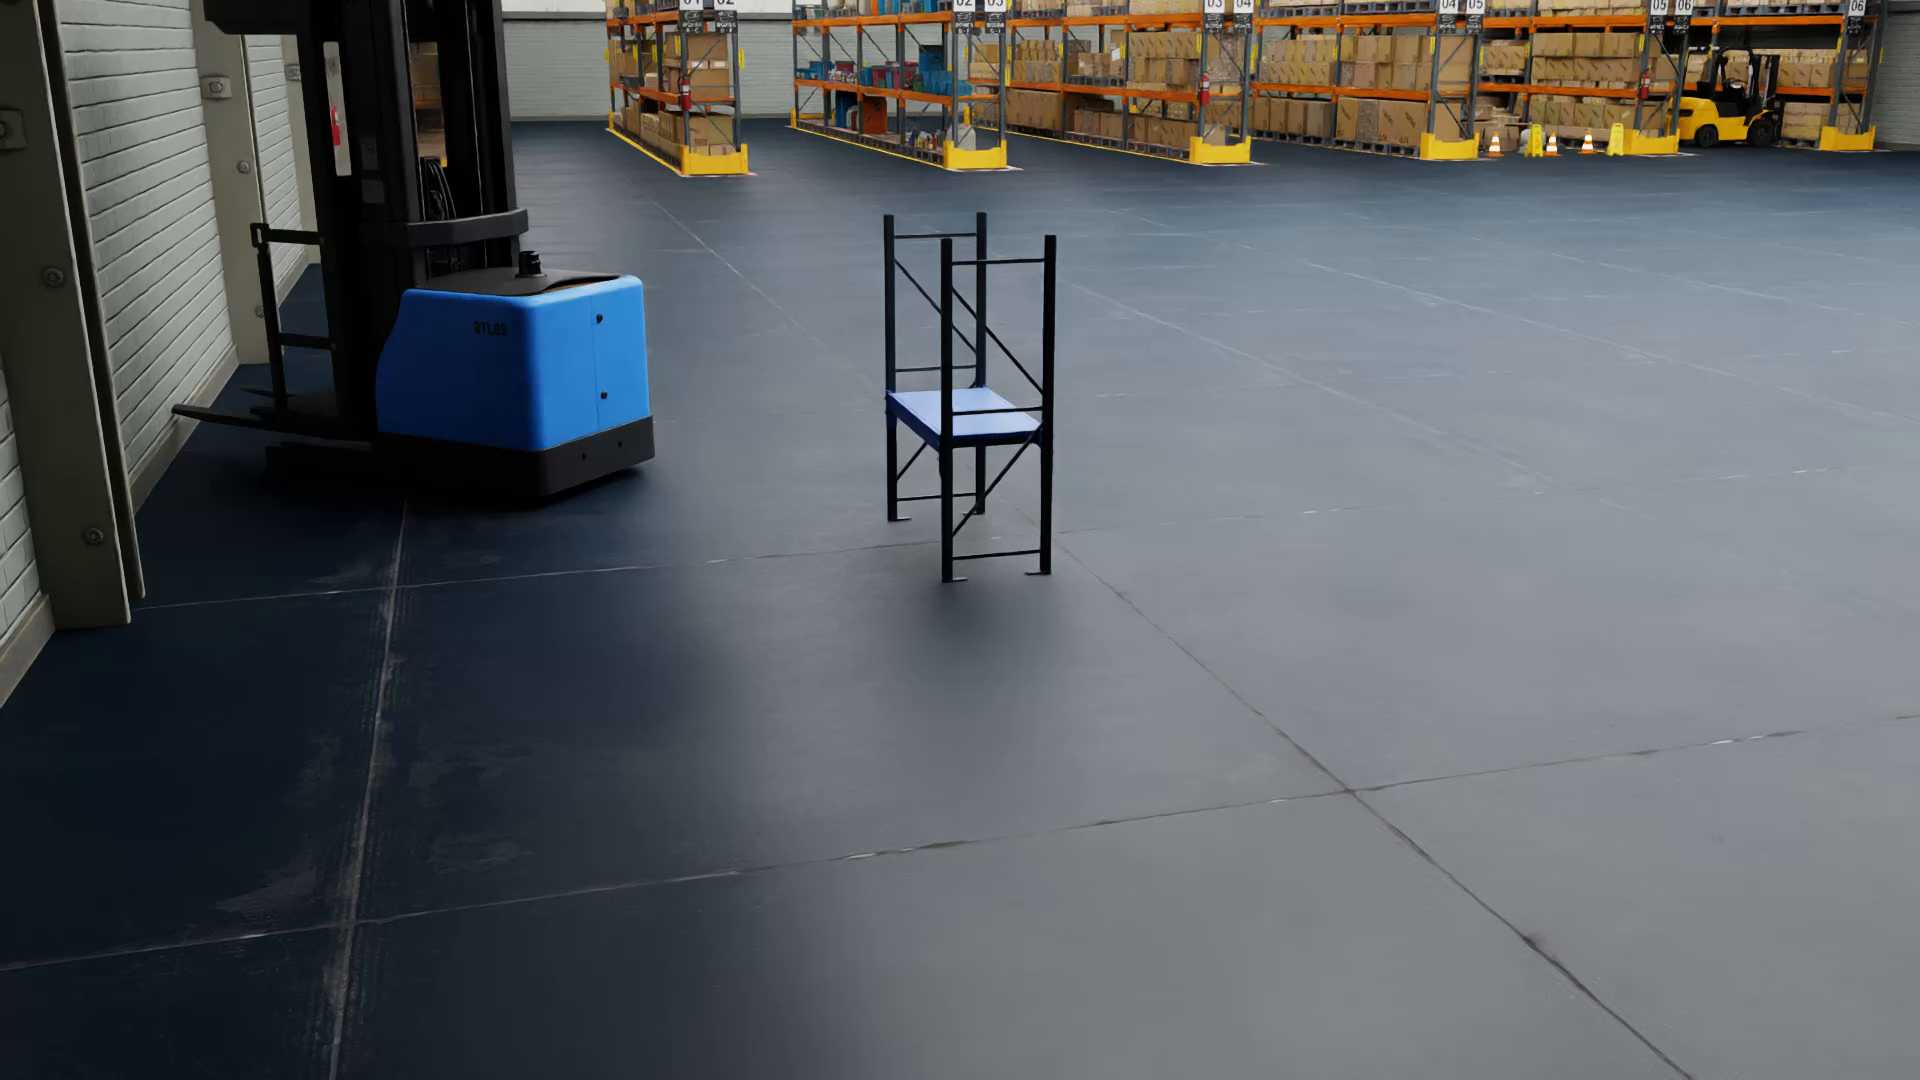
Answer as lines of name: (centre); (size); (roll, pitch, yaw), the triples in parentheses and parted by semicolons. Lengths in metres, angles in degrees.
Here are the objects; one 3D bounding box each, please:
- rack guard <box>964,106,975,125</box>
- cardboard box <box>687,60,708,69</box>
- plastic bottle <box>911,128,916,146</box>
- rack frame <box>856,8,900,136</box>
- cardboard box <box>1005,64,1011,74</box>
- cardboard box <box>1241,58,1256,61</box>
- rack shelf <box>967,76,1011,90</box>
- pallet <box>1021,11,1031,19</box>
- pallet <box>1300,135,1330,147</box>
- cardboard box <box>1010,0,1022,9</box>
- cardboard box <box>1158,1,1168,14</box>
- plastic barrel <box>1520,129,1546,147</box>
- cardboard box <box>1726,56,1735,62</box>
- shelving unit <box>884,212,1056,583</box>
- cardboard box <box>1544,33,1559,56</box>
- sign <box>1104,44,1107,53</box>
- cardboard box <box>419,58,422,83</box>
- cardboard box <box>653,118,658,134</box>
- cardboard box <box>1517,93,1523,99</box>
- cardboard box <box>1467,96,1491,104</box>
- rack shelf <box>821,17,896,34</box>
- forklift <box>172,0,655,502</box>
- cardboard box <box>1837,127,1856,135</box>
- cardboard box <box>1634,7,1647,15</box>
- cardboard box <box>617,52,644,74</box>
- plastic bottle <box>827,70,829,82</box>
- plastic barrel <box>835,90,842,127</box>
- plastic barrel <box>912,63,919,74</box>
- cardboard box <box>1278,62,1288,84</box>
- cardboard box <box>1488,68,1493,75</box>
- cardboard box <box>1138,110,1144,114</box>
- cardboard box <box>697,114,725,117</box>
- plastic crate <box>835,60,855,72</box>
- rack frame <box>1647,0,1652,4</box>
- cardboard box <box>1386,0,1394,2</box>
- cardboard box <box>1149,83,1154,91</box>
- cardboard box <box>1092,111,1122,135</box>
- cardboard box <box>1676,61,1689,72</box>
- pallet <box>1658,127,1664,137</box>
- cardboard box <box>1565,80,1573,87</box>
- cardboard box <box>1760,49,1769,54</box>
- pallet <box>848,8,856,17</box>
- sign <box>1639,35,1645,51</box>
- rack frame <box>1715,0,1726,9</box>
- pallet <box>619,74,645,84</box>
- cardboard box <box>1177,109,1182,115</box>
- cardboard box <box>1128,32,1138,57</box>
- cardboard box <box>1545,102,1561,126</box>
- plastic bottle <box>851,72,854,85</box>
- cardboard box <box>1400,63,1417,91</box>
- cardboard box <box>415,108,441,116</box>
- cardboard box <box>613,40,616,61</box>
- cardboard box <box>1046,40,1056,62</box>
rack guard: (0.704, -12.060, 47.232); (1.175, 0.500, 0.348); (-5, 17, -15)
cardboard box: (-4.706, -8.492, 29.706); (0.380, 0.149, 0.250); (-5, 17, -16)
plastic bottle: (-0.931, -8.226, 33.961); (0.144, 0.351, 0.185); (-4, 17, -14)
rack frame: (-1.853, -10.646, 38.179); (1.000, 3.000, 0.127); (-5, 17, -15)
cardboard box: (1.436, -12.316, 43.483); (0.500, 0.250, 0.500); (-5, 17, -16)
cardboard box: (7.131, -11.867, 40.916); (0.380, 0.149, 0.250); (-5, 18, -17)
rack shelf: (1.260, -12.353, 45.112); (1.077, 0.370, 4.000); (-5, 17, -15)
pallet: (2.109, -13.239, 41.931); (0.805, 0.209, 1.217); (-5, 18, -17)
pallet: (8.521, -9.167, 38.104); (1.003, 0.211, 1.213); (-5, 17, -15)
cardboard box: (1.537, -14.089, 43.351); (0.700, 0.500, 0.500); (-6, 18, -19)
cardboard box: (4.315, -10.722, 33.478); (0.500, 0.250, 0.500); (-5, 17, -16)
plastic barrel: (12.613, -8.826, 36.599); (0.512, 0.421, 0.421); (7, 18, 23)
cardboard box: (18.216, -11.286, 39.009); (0.380, 0.149, 0.250); (-4, 17, -14)
shelving unit: (0.023, -0.695, 7.658); (0.538, 1.500, 1.048); (-5, 17, -15)
cardboard box: (13.569, -11.102, 37.269); (0.700, 0.500, 0.500); (-5, 17, -15)
sign: (3.429, -11.600, 39.479); (0.100, 0.325, 0.005); (-5, 17, -15)
cardboard box: (-9.643, -8.200, 28.960); (0.500, 0.500, 0.500); (-4, 17, -15)
cardboard box: (-6.053, -8.535, 34.225); (0.500, 0.311, 0.500); (-4, 17, -14)
cardboard box: (15.953, -12.515, 46.890); (0.380, 0.149, 0.250); (-4, 17, -13)
cardboard box: (15.334, -12.861, 49.169); (0.500, 0.500, 0.500); (-4, 17, -14)
rack shelf: (-2.403, -12.291, 39.693); (1.077, 0.370, 4.000); (-5, 17, -15)
forklift: (-3.249, -1.870, 9.081); (3.031, 2.935, 1.130); (8, 19, 25)
cardboard box: (19.461, -9.037, 36.873); (0.500, 0.250, 0.500); (-5, 17, -15)
cardboard box: (14.269, -11.001, 34.584); (0.380, 0.149, 0.250); (-5, 17, -15)
cardboard box: (-7.801, -11.462, 39.993); (0.700, 0.500, 0.500); (-12, 20, -34)
plastic bottle: (-3.262, -11.561, 41.430); (0.061, 0.283, 0.133); (-5, 17, -15)
plastic barrel: (-2.819, -10.797, 41.599); (0.600, 0.901, 0.708); (-5, 17, -15)
plastic barrel: (-0.806, -9.887, 35.415); (0.433, 0.535, 0.433); (0, 17, 0)
cardboard box: (7.851, -11.024, 39.265); (0.500, 0.500, 0.500); (-5, 17, -15)
cardboard box: (12.864, -11.199, 39.728); (0.380, 0.149, 0.250); (-5, 17, -15)
cardboard box: (5.344, -12.280, 47.845); (0.380, 0.149, 0.250); (-4, 17, -14)
cardboard box: (-4.641, -7.727, 31.209); (0.500, 0.500, 0.500); (-5, 17, -15)
plastic crate: (-2.956, -12.079, 42.733); (0.402, 0.464, 0.583); (-5, 17, -15)
rack frame: (14.636, -12.481, 33.862); (1.000, 3.000, 0.127); (-5, 17, -15)
cardboard box: (9.069, -11.241, 34.480); (0.380, 0.149, 0.250); (-4, 17, -15)
cardboard box: (4.146, -9.384, 34.414); (0.380, 0.149, 0.250); (-5, 17, -15)
cardboard box: (3.440, -9.559, 38.140); (0.700, 0.500, 0.500); (-3, 17, -11)
cardboard box: (17.780, -11.533, 40.524); (0.500, 0.250, 0.500); (-5, 17, -17)
pallet: (17.730, -10.311, 41.913); (1.003, 0.211, 1.213); (-5, 17, -15)
cardboard box: (13.658, -10.127, 36.889); (0.380, 0.149, 0.250); (-5, 17, -15)
cardboard box: (18.541, -11.147, 38.030); (0.380, 0.149, 0.250); (-5, 17, -15)
pallet: (-1.969, -12.211, 38.505); (1.003, 0.211, 1.213); (-5, 17, -15)
sign: (14.097, -10.276, 34.385); (0.100, 0.325, 0.005); (-5, 17, -15)
rack frame: (18.309, -13.981, 38.855); (1.000, 3.000, 0.127); (-5, 17, -15)
pallet: (-7.601, -11.040, 39.826); (1.003, 0.211, 1.213); (-5, 17, -15)
cardboard box: (6.128, -11.622, 45.138); (0.380, 0.149, 0.250); (-6, 18, -18)
cardboard box: (3.888, -10.456, 35.117); (0.500, 0.500, 0.500); (-5, 17, -15)
cardboard box: (13.598, -9.626, 37.531); (0.500, 0.500, 0.500); (-4, 17, -13)
plastic bottle: (-2.505, -10.814, 38.961); (0.097, 0.271, 0.097); (0, 17, 0)
cardboard box: (9.587, -9.510, 34.138); (0.875, 0.550, 0.550); (-5, 17, -15)
cardboard box: (-10.768, -8.596, 33.633); (0.500, 0.250, 0.500); (-5, 17, -17)
cardboard box: (-8.523, -12.428, 42.201); (0.500, 0.500, 0.500); (-5, 17, -16)
cardboard box: (2.548, -11.950, 40.603); (0.797, 0.503, 0.637); (-4, 17, -14)
